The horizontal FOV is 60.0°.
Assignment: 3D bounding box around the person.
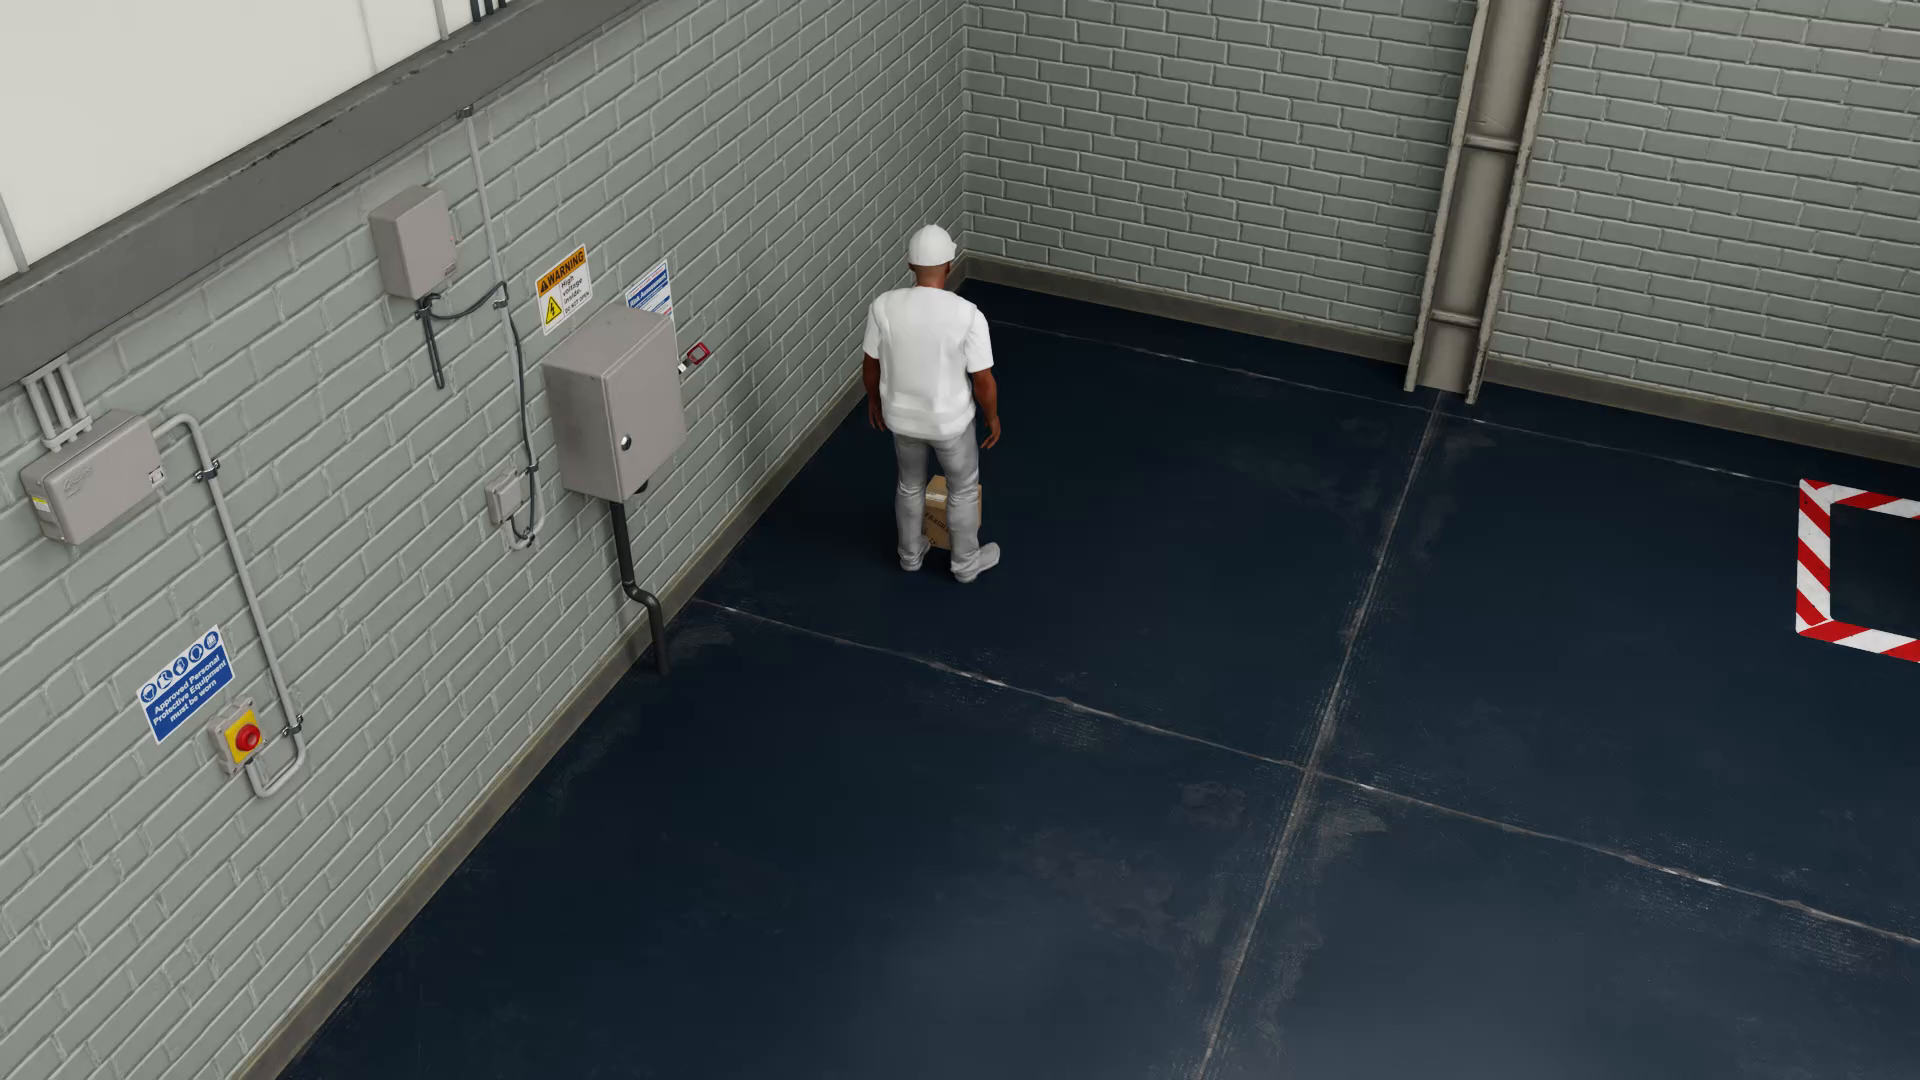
[{"bbox_3d":[-0.124,-0.597,7.589,0.634,1.760,0.460,12,39,15],"label":"person"}]
